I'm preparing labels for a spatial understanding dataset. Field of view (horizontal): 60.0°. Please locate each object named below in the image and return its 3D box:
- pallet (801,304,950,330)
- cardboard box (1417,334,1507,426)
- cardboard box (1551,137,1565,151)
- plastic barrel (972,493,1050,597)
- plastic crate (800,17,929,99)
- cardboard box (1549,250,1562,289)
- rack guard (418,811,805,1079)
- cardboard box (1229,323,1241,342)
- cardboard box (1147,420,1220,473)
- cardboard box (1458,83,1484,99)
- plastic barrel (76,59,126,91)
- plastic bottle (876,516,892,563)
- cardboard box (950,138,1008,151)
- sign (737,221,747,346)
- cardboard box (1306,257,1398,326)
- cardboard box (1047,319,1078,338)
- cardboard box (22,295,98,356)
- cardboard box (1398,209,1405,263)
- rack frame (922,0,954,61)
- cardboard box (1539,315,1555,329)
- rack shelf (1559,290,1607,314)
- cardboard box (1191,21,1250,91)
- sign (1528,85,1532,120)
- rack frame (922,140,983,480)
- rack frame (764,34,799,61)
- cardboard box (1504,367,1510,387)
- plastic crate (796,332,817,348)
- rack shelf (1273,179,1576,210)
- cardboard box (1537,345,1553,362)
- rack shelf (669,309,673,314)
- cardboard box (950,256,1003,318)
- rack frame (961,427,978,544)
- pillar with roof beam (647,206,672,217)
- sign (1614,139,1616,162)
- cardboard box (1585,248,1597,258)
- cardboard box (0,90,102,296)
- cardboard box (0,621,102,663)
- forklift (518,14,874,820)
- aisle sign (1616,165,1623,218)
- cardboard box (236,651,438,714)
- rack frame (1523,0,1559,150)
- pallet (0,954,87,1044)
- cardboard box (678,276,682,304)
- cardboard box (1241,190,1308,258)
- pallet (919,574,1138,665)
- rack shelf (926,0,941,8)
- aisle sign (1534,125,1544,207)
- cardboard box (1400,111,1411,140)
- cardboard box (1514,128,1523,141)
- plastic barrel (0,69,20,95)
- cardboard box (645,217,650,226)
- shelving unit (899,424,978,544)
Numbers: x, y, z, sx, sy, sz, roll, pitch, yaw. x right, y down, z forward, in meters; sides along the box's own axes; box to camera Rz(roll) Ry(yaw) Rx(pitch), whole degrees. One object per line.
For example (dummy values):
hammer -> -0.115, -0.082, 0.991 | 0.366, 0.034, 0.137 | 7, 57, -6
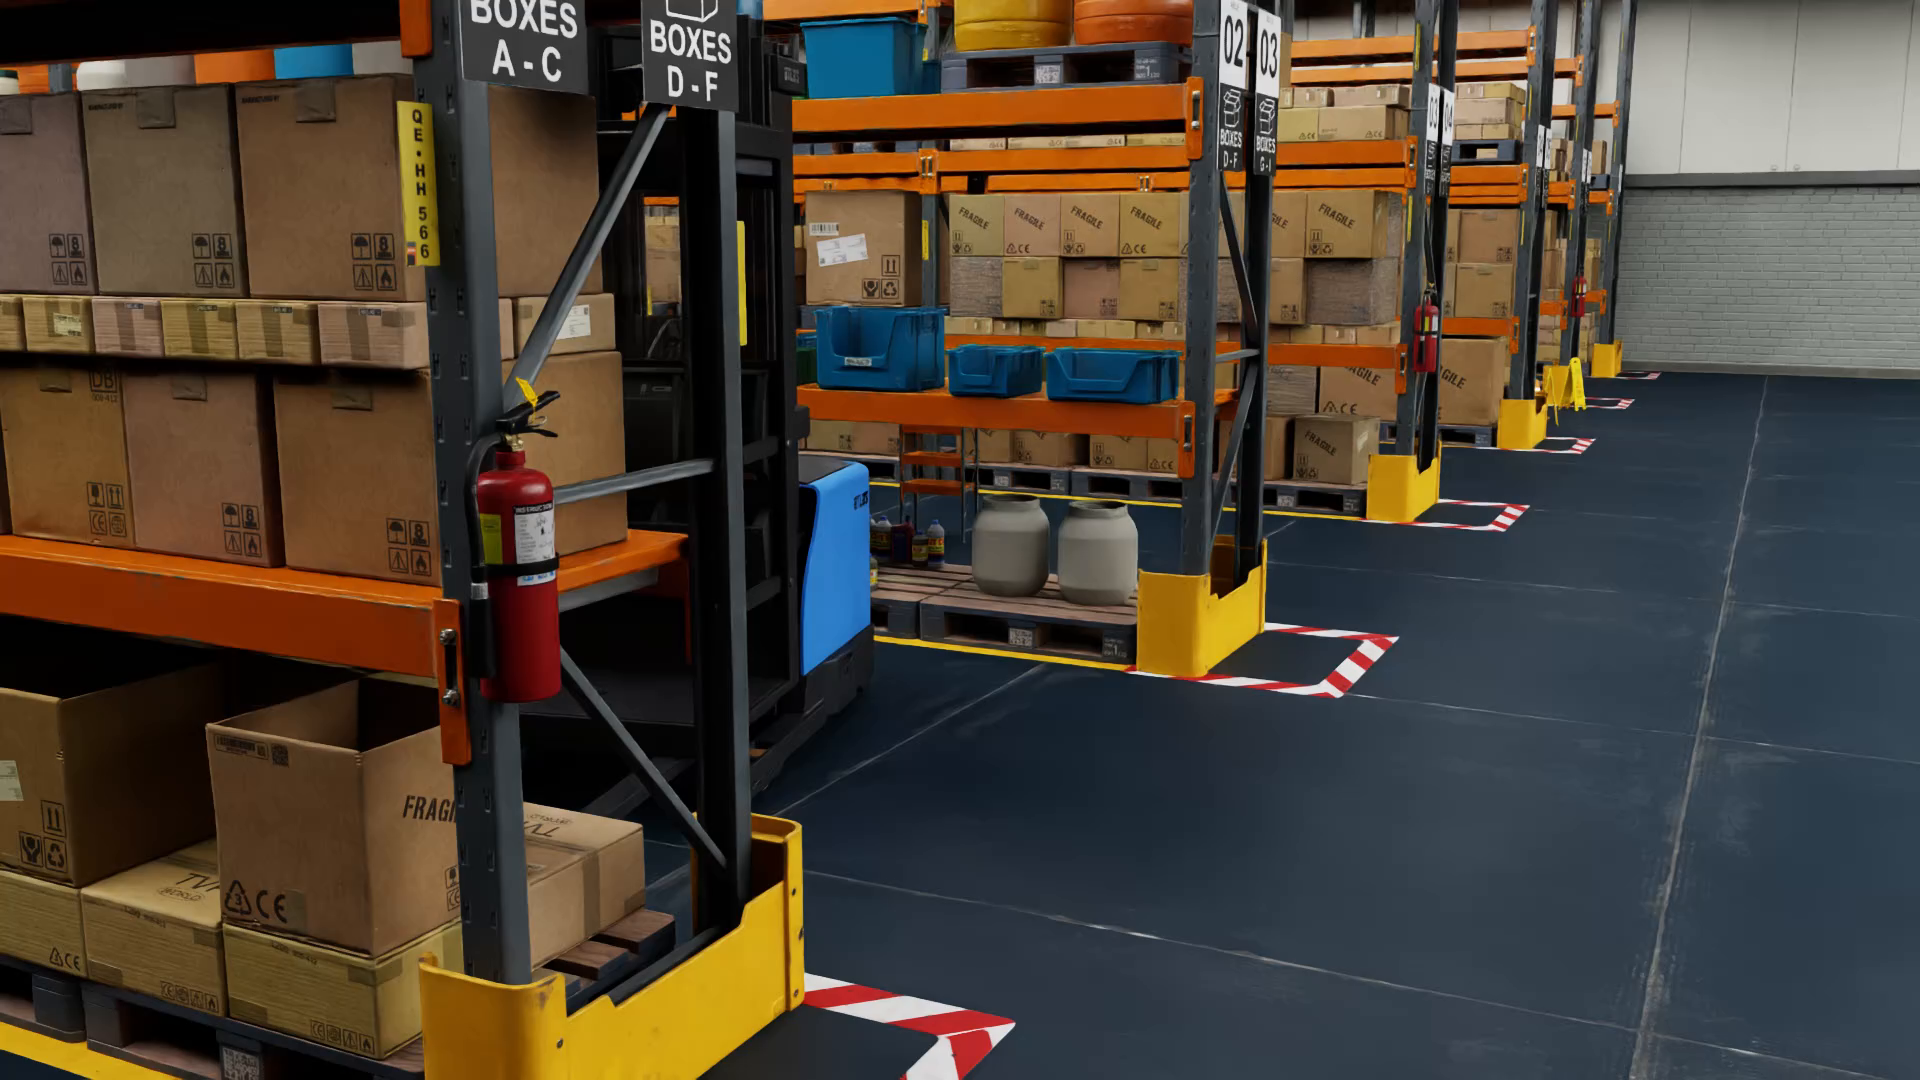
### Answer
pallet -> -0.668, -2.008, 14.943 | 1.213, 0.211, 1.003 | 5, 11, 26
cardboard box -> 5.188, -1.692, 17.445 | 0.875, 0.875, 0.875 | 5, 11, 26
cardboard box -> 7.491, -5.011, 21.040 | 0.250, 0.149, 0.380 | 5, 11, 26
plastic barrel -> 0.275, 0.025, 8.974 | 0.421, 0.512, 0.421 | 0, 10, 0
plastic crate -> -0.495, -2.483, 8.652 | 0.575, 0.384, 0.392 | 5, 11, 26
cardboard box -> 7.623, -3.564, 21.884 | 0.500, 0.500, 0.500 | 5, 11, 25
rack guard -> -0.825, 1.110, 4.196 | 0.348, 0.500, 1.175 | 5, 11, 26
cardboard box -> 2.299, -1.650, 13.129 | 0.250, 0.149, 0.380 | 5, 11, 26
cardboard box -> 1.883, -0.827, 13.715 | 0.500, 0.500, 0.500 | 6, 12, 31
cardboard box -> 5.150, -4.481, 16.652 | 0.250, 0.149, 0.380 | 5, 11, 26
plastic barrel -> -5.683, -3.001, 11.153 | 0.421, 0.512, 0.421 | 0, 10, 0
plastic bottle -> -0.447, -0.007, 9.770 | 0.097, 0.271, 0.097 | 0, 10, 0
cardboard box -> 0.243, -3.345, 13.789 | 0.500, 0.250, 0.500 | 5, 11, 24
sign -> -0.596, -0.675, 4.386 | 0.005, 0.325, 0.100 | 5, 11, 26
cardboard box -> 3.059, -1.947, 12.952 | 0.500, 0.500, 0.875 | 5, 11, 26
cardboard box -> 0.902, -1.749, 13.678 | 0.250, 0.149, 0.380 | 5, 11, 26
cardboard box -> -2.198, -0.572, 4.364 | 0.250, 0.149, 0.380 | 5, 12, 28
cardboard box -> 4.534, -3.223, 17.664 | 0.550, 0.550, 0.875 | 5, 11, 26
rack frame -> -0.047, -4.971, 13.931 | 0.127, 3.000, 1.000 | 5, 11, 26
cardboard box -> 9.106, -3.451, 26.111 | 0.500, 0.250, 0.500 | 5, 12, 27
rack shelf -> 8.324, -3.884, 26.785 | 4.000, 0.370, 1.077 | 5, 11, 26
cardboard box -> 2.038, -3.703, 12.828 | 0.500, 0.500, 0.500 | 5, 11, 26
sign -> 5.573, -4.276, 16.245 | 0.005, 0.325, 0.100 | 5, 11, 26
rack frame -> -0.047, -2.019, 14.465 | 0.127, 3.000, 1.000 | 5, 11, 26
rack frame -> -2.836, -7.185, 26.159 | 0.127, 3.000, 1.000 | 5, 11, 26
cardboard box -> 7.060, -2.163, 21.801 | 0.500, 0.250, 0.500 | 5, 11, 26
plastic crate -> -1.126, -1.111, 9.865 | 0.616, 0.251, 0.499 | 5, 11, 26
rack shelf -> 6.131, -4.566, 22.136 | 4.000, 0.370, 1.077 | 5, 11, 26
cardboard box -> 9.115, -2.961, 26.209 | 0.500, 0.250, 0.500 | 5, 11, 26
rack shelf -> -3.142, -2.922, 21.474 | 4.000, 0.370, 1.077 | 5, 11, 26
cardboard box -> 0.329, -2.170, 14.179 | 0.500, 0.500, 0.875 | 5, 11, 26
rack frame -> 0.070, -0.584, 11.589 | 0.015, 1.200, 0.240 | 5, 11, 26
pillar with roof beam -> -8.155, -7.962, 30.453 | 0.548, 9.000, 9.100 | 5, 11, 26
sign -> 9.865, -5.867, 25.039 | 0.005, 0.325, 0.100 | 5, 11, 26
cardboard box -> 9.683, -4.431, 25.687 | 0.250, 0.149, 0.380 | 5, 11, 27
cardboard box -> -2.233, -0.933, 4.539 | 0.500, 0.500, 0.700 | 5, 11, 26
cardboard box -> -2.810, 0.544, 4.736 | 0.500, 0.500, 0.500 | 5, 11, 26
forklift -> -1.248, -0.518, 6.360 | 1.130, 2.935, 3.031 | 2, 11, 13
aisle sign -> 10.047, -5.307, 25.331 | 0.004, 0.787, 0.394 | 5, 11, 26
cardboard box -> -1.678, 0.538, 4.770 | 0.500, 0.500, 0.500 | 5, 11, 26
rack frame -> 5.825, -5.440, 16.522 | 0.127, 3.000, 1.000 | 5, 11, 26
pallet -> -2.641, 1.100, 5.060 | 1.213, 0.211, 1.003 | 5, 11, 26
cardboard box -> -2.233, -2.299, 15.250 | 0.500, 0.250, 0.500 | 5, 11, 24
cardboard box -> 2.487, -2.434, 12.833 | 0.500, 0.500, 0.500 | 5, 11, 26
pallet -> 0.533, 0.396, 8.951 | 1.213, 0.211, 1.003 | 5, 11, 26
rack shelf -> 1.747, -4.458, 13.124 | 4.000, 0.370, 1.077 | 5, 11, 26
aisle sign -> 5.756, -3.714, 16.529 | 0.004, 0.787, 0.394 | 5, 11, 26
cardboard box -> 3.222, -3.186, 12.908 | 0.500, 0.250, 0.500 | 5, 12, 28
cardboard box -> 5.660, -4.175, 17.198 | 0.250, 0.149, 0.380 | 5, 11, 26
plastic barrel -> -6.852, -3.219, 11.881 | 0.301, 0.262, 0.301 | 0, 10, 0
cardboard box -> -5.071, -5.231, 27.302 | 0.250, 0.149, 0.380 | 5, 11, 26
shelving unit -> -0.148, -0.603, 11.695 | 0.503, 1.200, 0.258 | 5, 11, 26
